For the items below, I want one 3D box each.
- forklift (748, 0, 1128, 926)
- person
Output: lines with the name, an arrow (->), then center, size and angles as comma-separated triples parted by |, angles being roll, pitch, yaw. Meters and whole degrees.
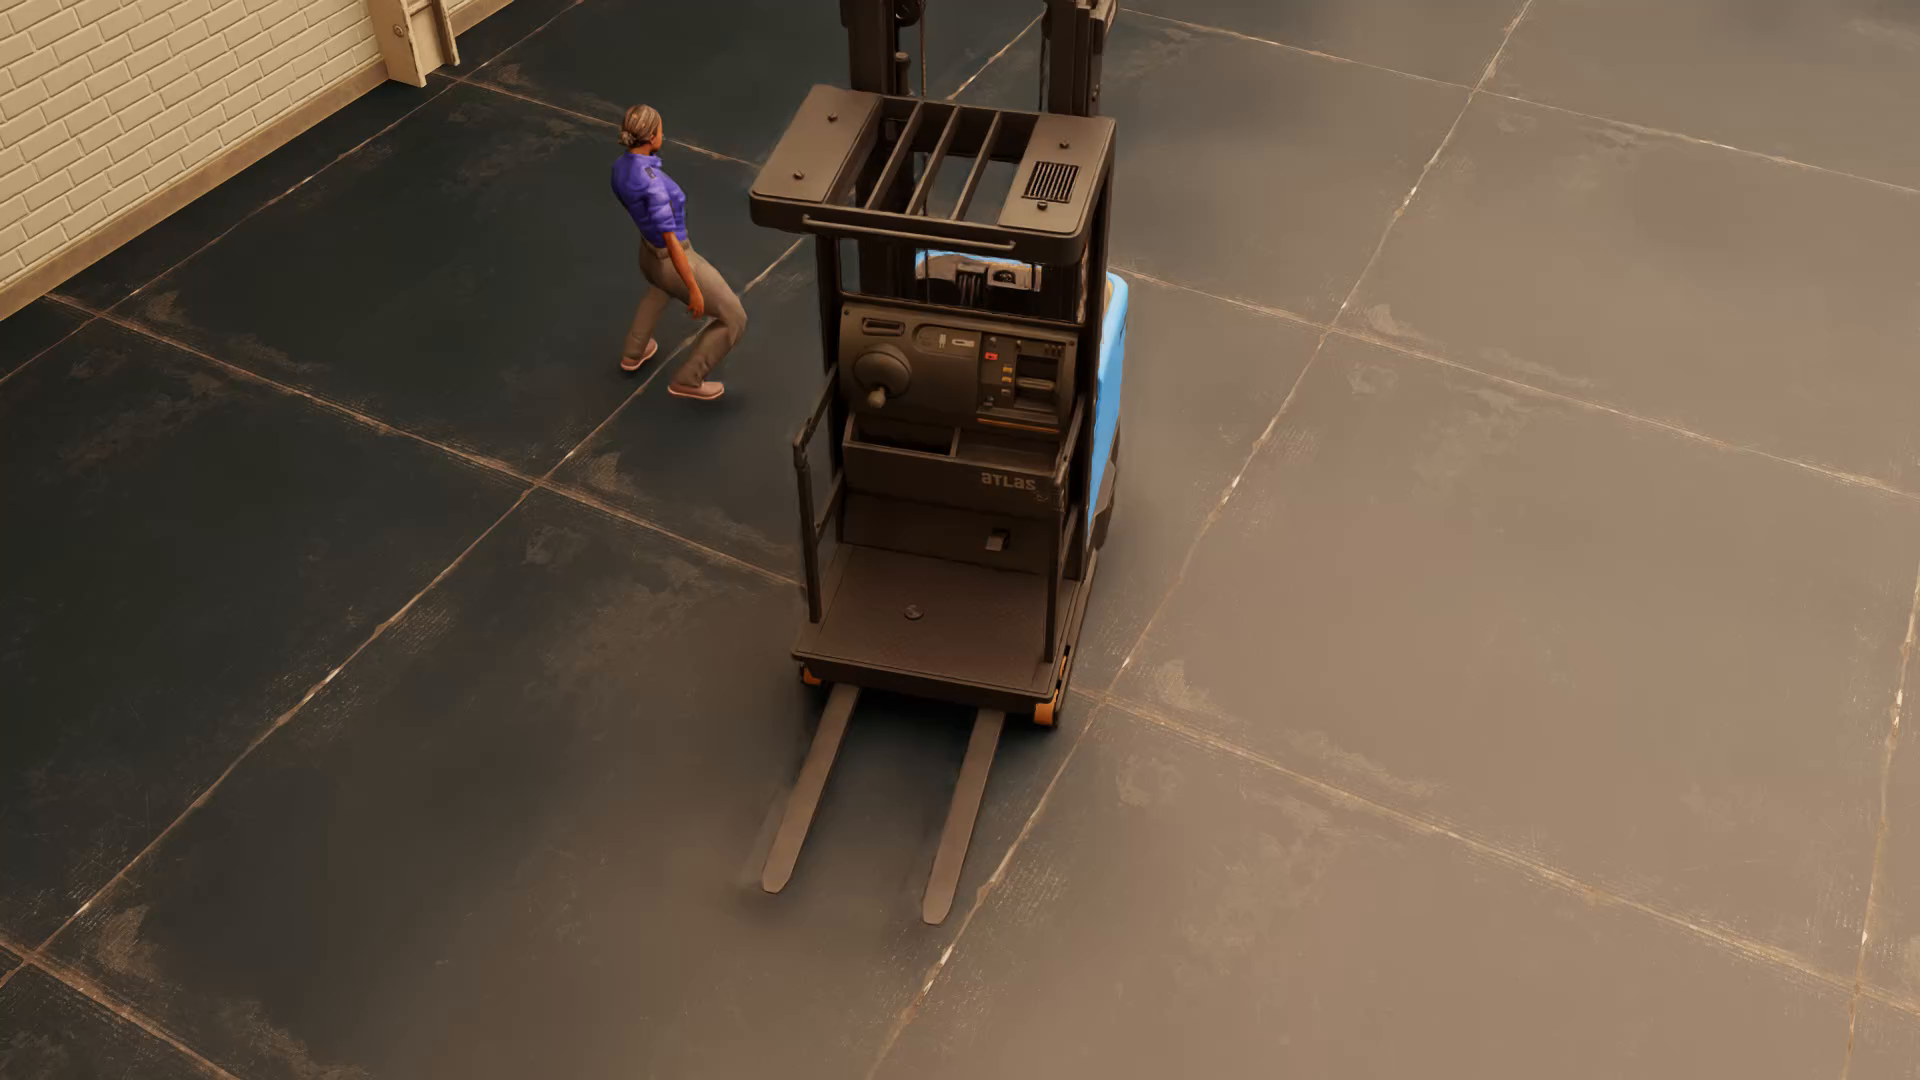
forklift -> -0.059, -0.578, 6.267 | 1.130, 2.935, 3.031 | 9, 44, 9
person -> -1.428, -1.407, 8.137 | 0.538, 1.526, 0.836 | -23, 48, -23
